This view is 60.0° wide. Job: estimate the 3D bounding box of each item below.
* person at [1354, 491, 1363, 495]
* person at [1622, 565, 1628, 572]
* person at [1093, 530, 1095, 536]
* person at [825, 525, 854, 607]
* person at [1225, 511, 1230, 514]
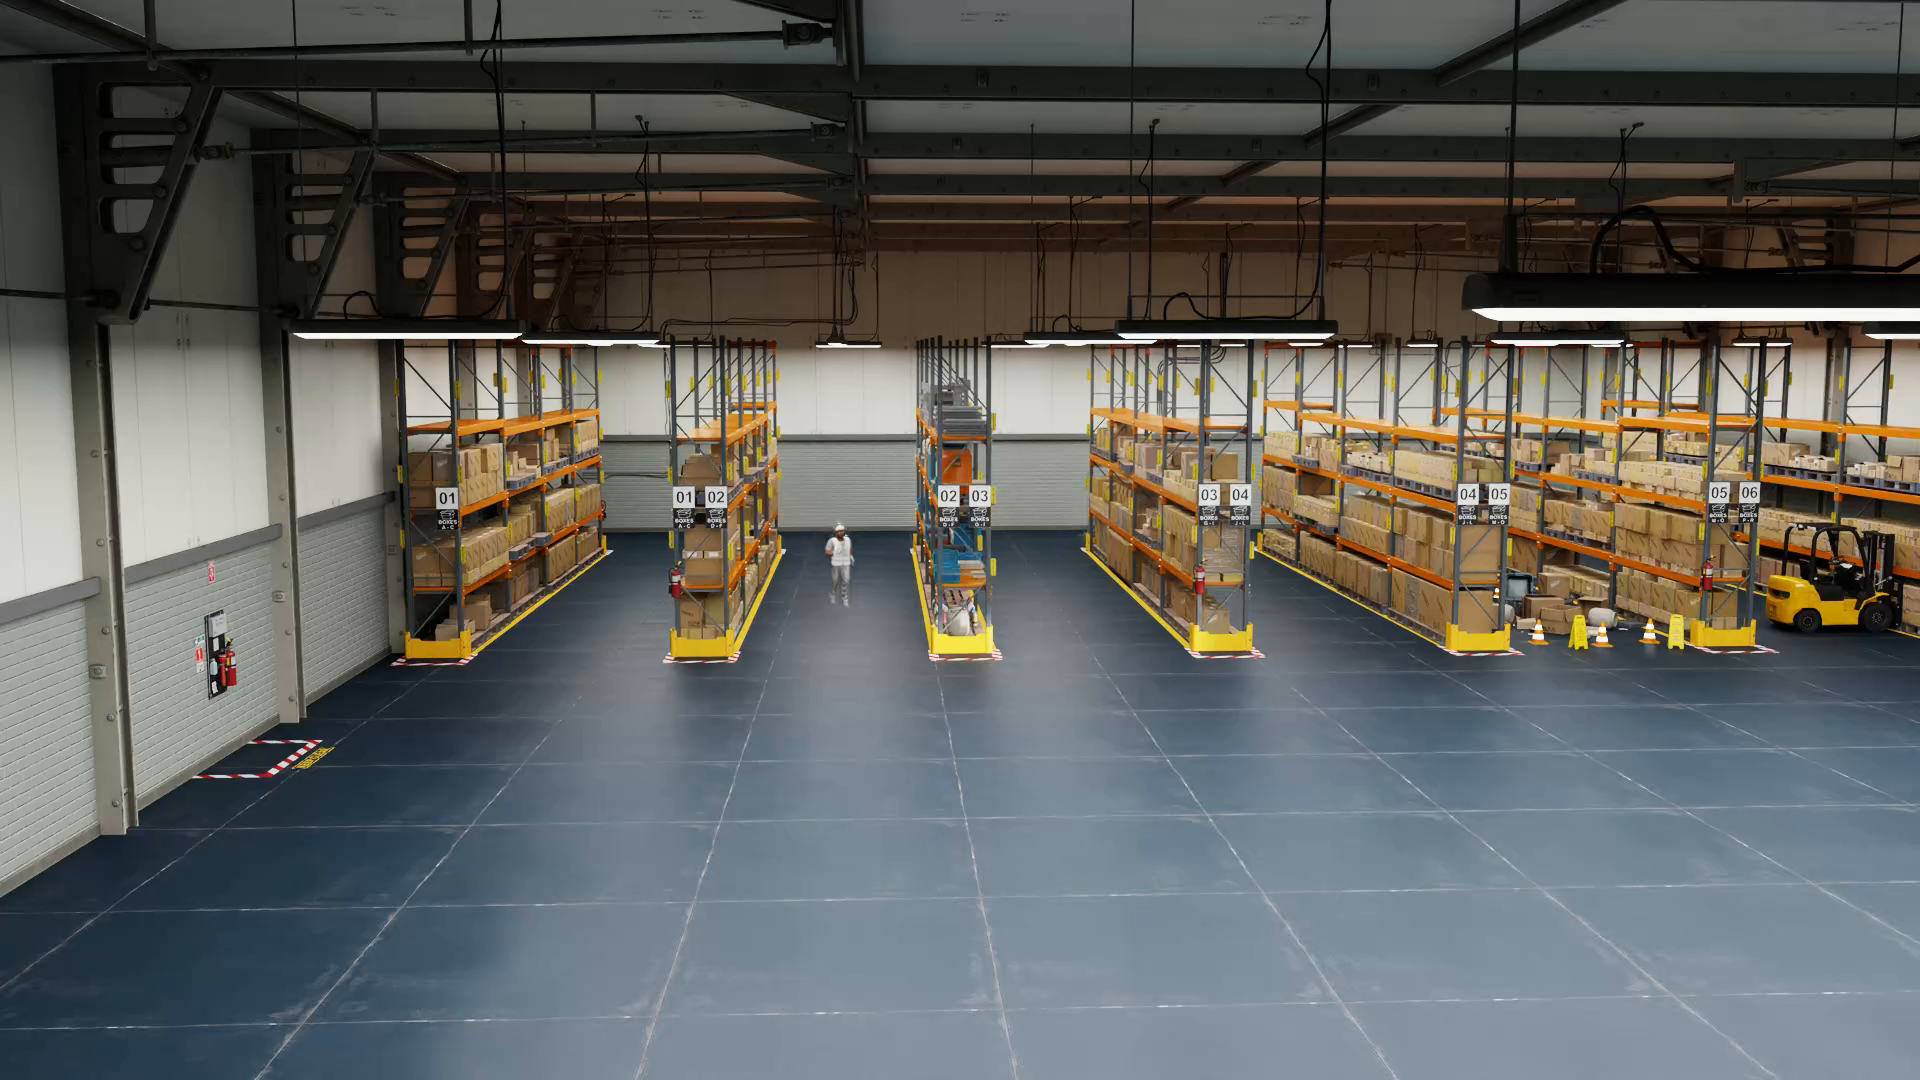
[{"bbox_3d":[11.253,-0.481,46.848,0.679,1.816,0.807,-3,7,-26],"label":"person"},{"bbox_3d":[16.349,0.314,40.431,0.533,1.601,0.860,-1,7,-5],"label":"person"},{"bbox_3d":[4.111,-0.667,48.855,0.742,1.727,0.727,2,7,16],"label":"person"},{"bbox_3d":[-2.632,0.561,36.411,0.703,1.791,0.943,-3,7,-21],"label":"person"},{"bbox_3d":[7.431,-0.552,47.359,0.660,1.816,0.946,0,6,1],"label":"person"}]
